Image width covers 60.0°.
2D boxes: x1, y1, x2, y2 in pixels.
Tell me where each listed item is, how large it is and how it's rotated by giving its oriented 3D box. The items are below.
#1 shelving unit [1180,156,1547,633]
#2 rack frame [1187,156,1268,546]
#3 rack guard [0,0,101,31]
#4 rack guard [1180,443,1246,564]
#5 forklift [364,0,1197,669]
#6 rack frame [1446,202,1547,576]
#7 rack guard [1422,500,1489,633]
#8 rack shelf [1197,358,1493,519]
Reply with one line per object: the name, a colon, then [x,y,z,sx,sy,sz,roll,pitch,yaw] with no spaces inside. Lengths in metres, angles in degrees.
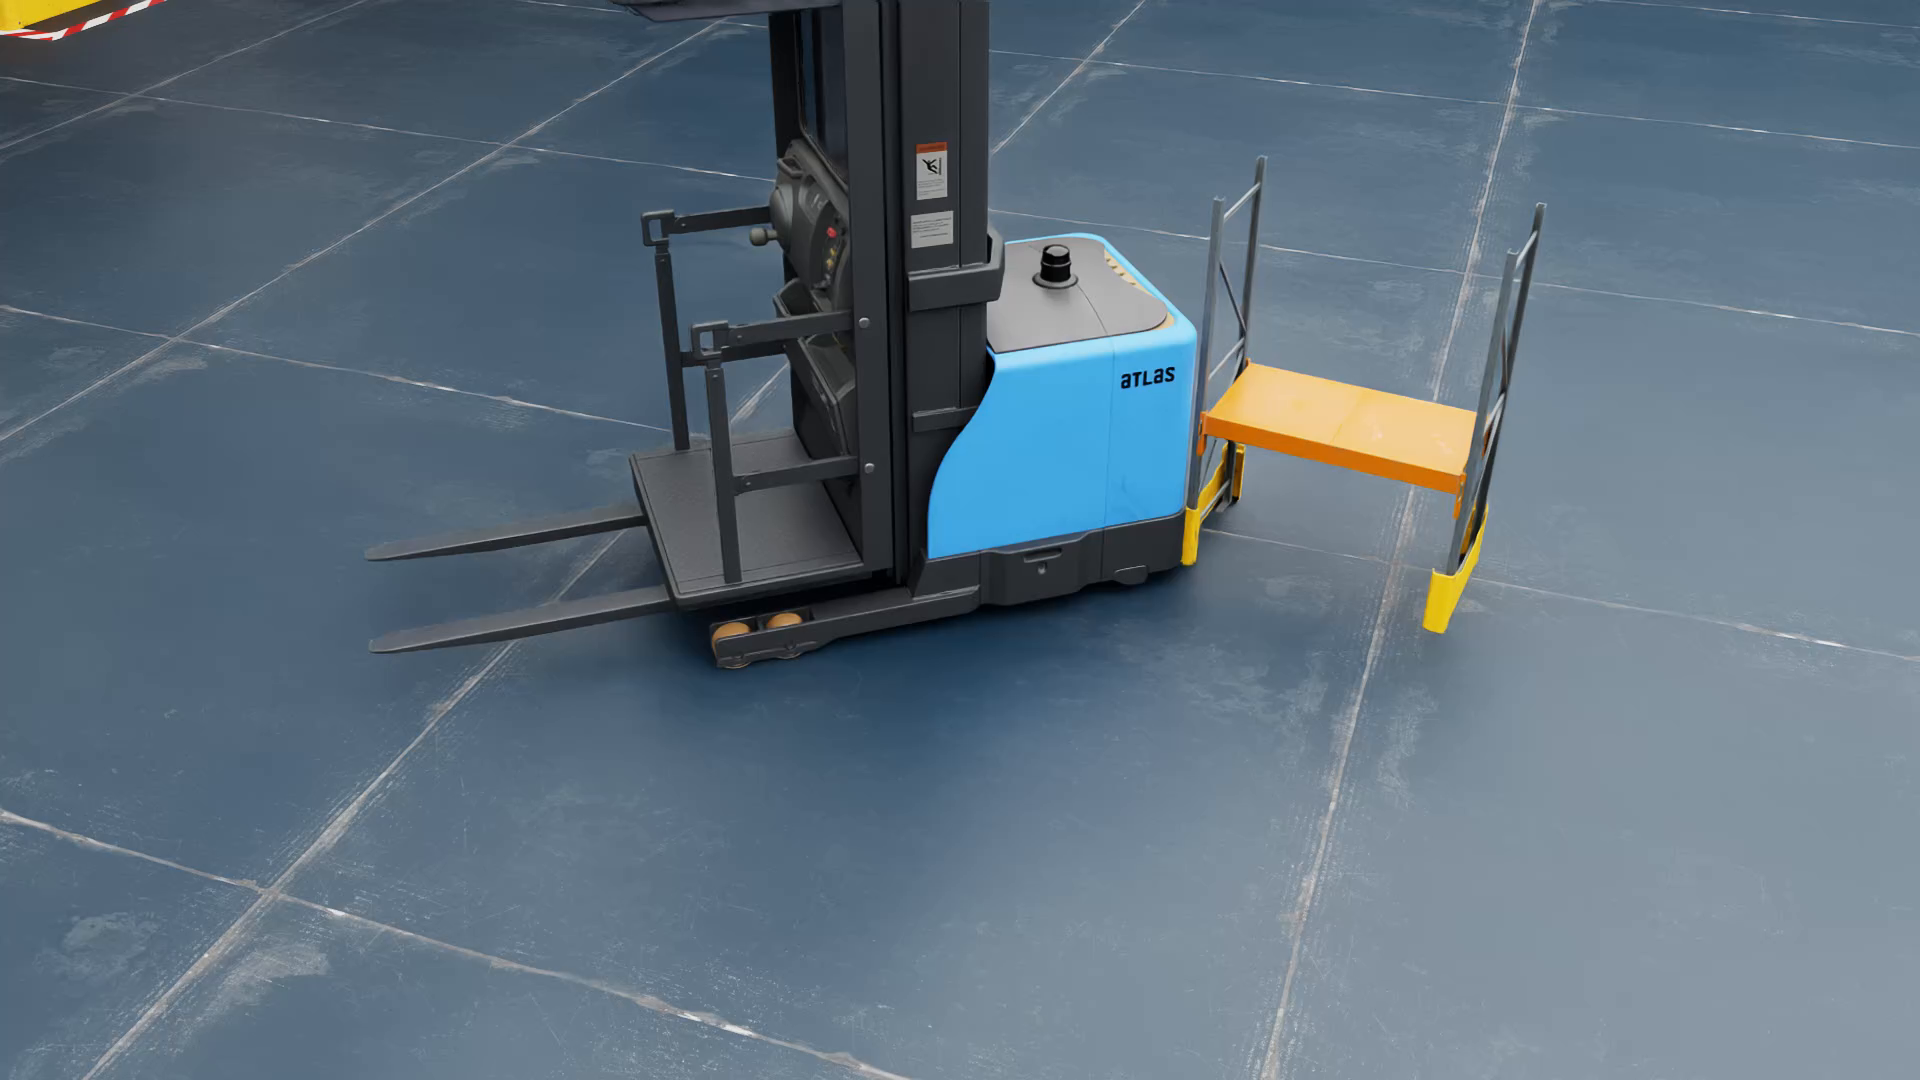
shelving unit: [1.461,-0.556,6.228,1.083,1.500,0.587,16,36,23]
rack frame: [1.018,-0.681,6.422,0.032,1.500,0.500,16,36,23]
rack guard: [-7.280,-4.459,13.195,0.348,0.500,1.175,11,34,16]
rack guard: [1.019,-0.156,6.761,0.087,0.250,0.587,16,36,23]
forklift: [-0.705,-1.086,5.730,3.031,2.935,1.130,-10,34,-15]
rack frame: [1.919,-0.426,6.027,0.032,1.500,0.500,16,36,23]
rack guard: [1.902,0.094,6.374,0.087,0.250,0.587,16,36,23]
rack shelf: [1.469,-0.402,6.322,1.000,0.185,0.538,16,36,23]
